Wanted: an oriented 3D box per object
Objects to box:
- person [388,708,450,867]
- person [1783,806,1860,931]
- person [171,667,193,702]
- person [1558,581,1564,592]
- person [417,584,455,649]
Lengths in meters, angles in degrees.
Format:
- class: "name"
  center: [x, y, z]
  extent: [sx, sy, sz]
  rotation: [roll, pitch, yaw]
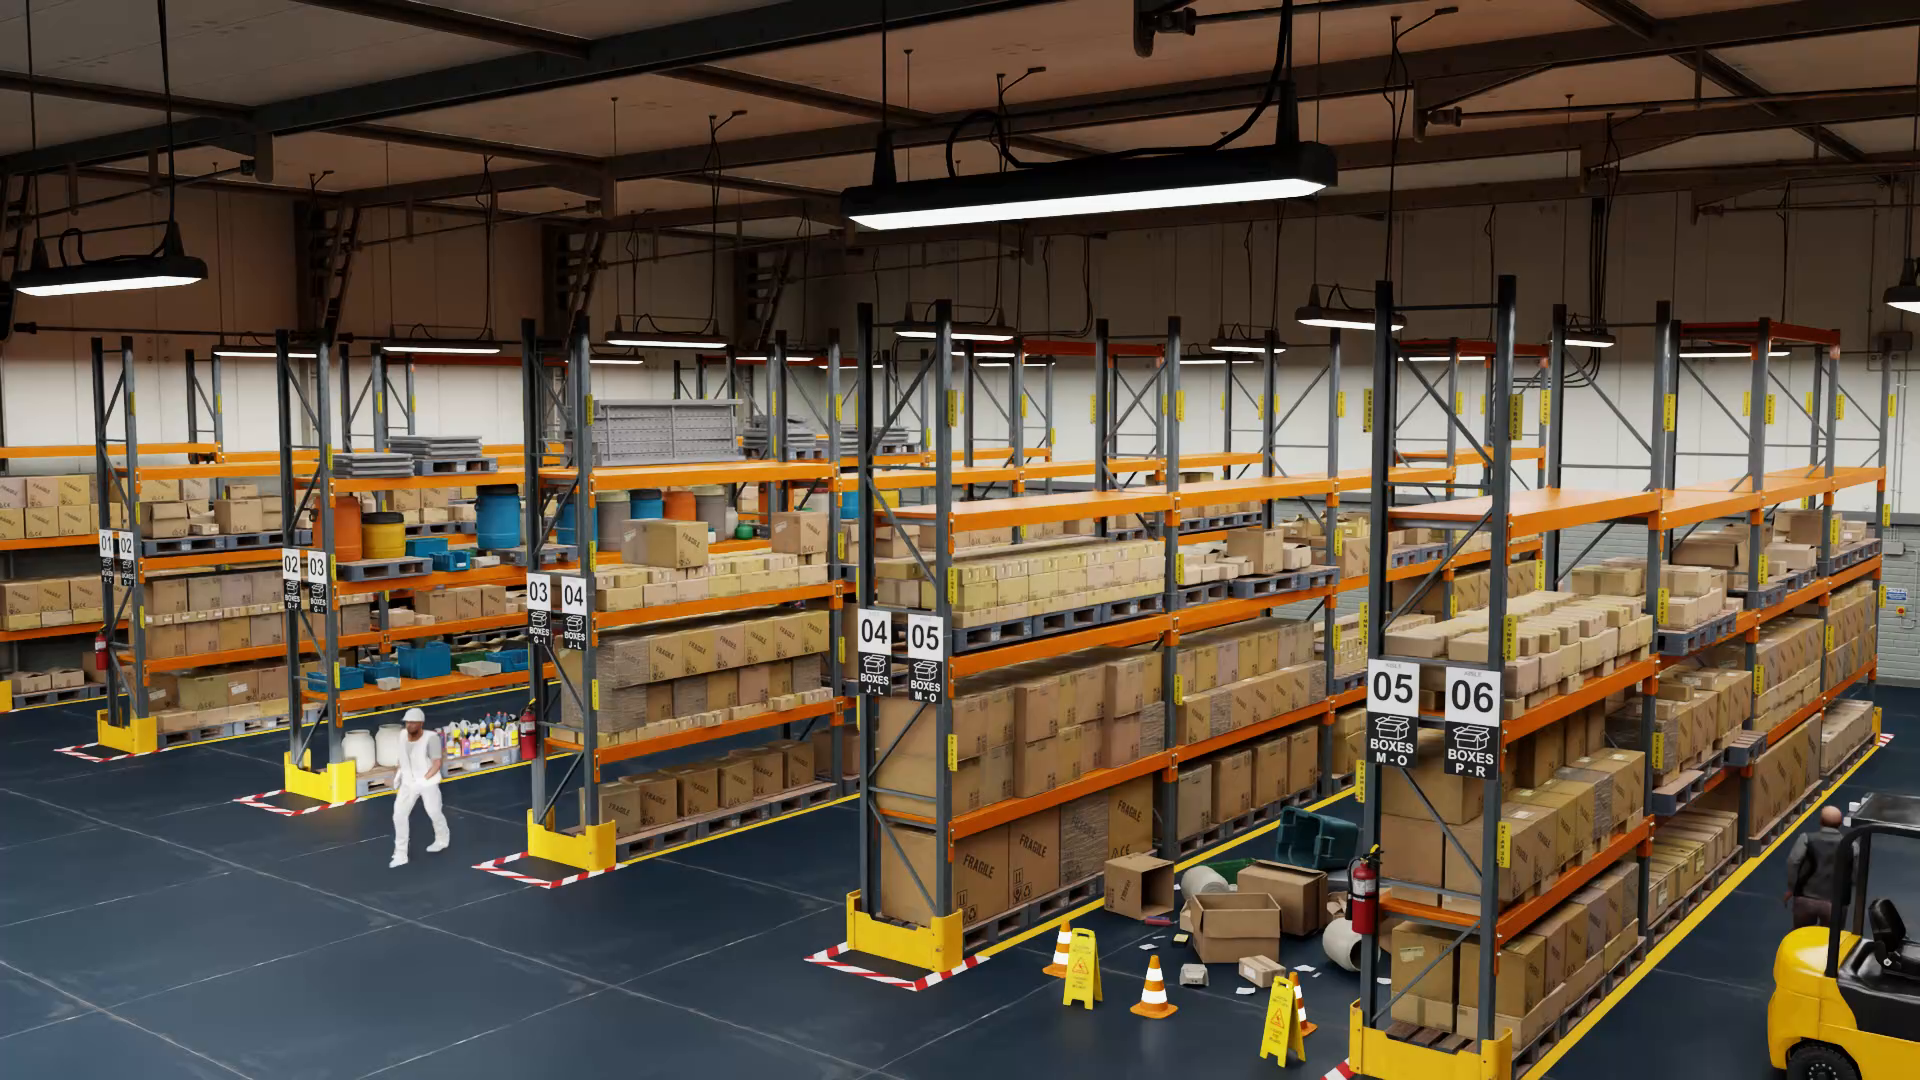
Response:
- class: "person"
  center: [-6.028, 2.733, 18.502]
  extent: [0.678, 1.798, 0.869]
  rotation: [1, 5, 12]
- class: "person"
  center: [7.444, 3.118, 14.348]
  extent: [0.589, 1.616, 0.741]
  rotation: [4, 6, 38]
- class: "person"
  center: [-12.958, 1.917, 27.645]
  extent: [0.454, 1.671, 0.497]
  rotation: [-5, 7, -43]
- class: "person"
  center: [11.087, 1.605, 30.844]
  extent: [1.202, 1.721, 0.597]
  rotation: [-2, 5, -24]
- class: "person"
  center: [-10.108, 1.481, 32.237]
  extent: [1.021, 1.754, 0.650]
  rotation: [-2, 5, -24]
